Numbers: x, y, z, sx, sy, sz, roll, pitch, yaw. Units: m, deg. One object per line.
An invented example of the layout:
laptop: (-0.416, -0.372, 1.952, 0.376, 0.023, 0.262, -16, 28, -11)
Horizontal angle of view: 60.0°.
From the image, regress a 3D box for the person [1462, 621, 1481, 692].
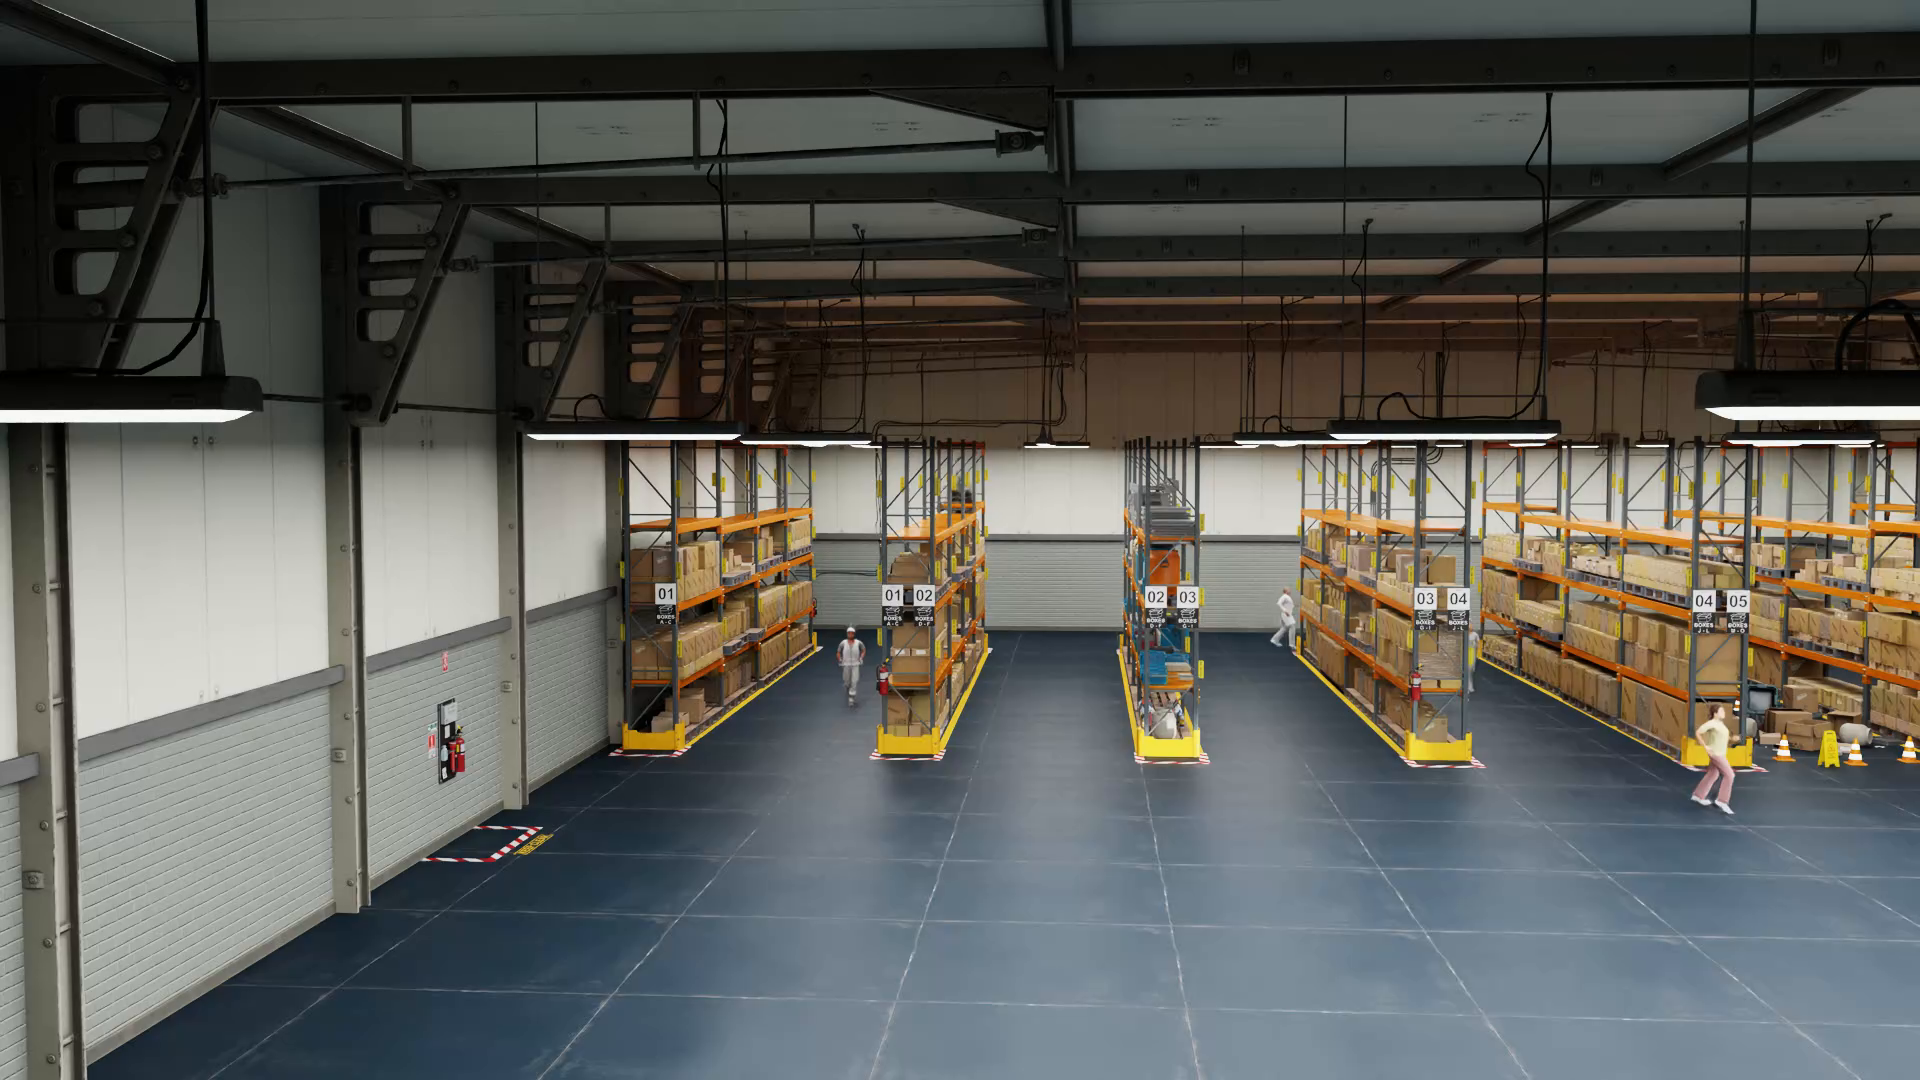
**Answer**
person: (12.194, 2.771, 39.877, 0.567, 1.669, 0.879, 0, 3, 1)

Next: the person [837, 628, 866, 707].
person: (-2.448, 2.849, 37.544, 0.655, 1.759, 0.744, 0, 3, -4)

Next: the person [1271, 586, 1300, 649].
person: (9.446, 2.254, 48.186, 0.875, 1.822, 0.694, 0, 3, 8)

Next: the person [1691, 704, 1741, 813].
person: (12.042, 3.467, 26.505, 0.732, 1.725, 0.544, 2, 4, 38)
